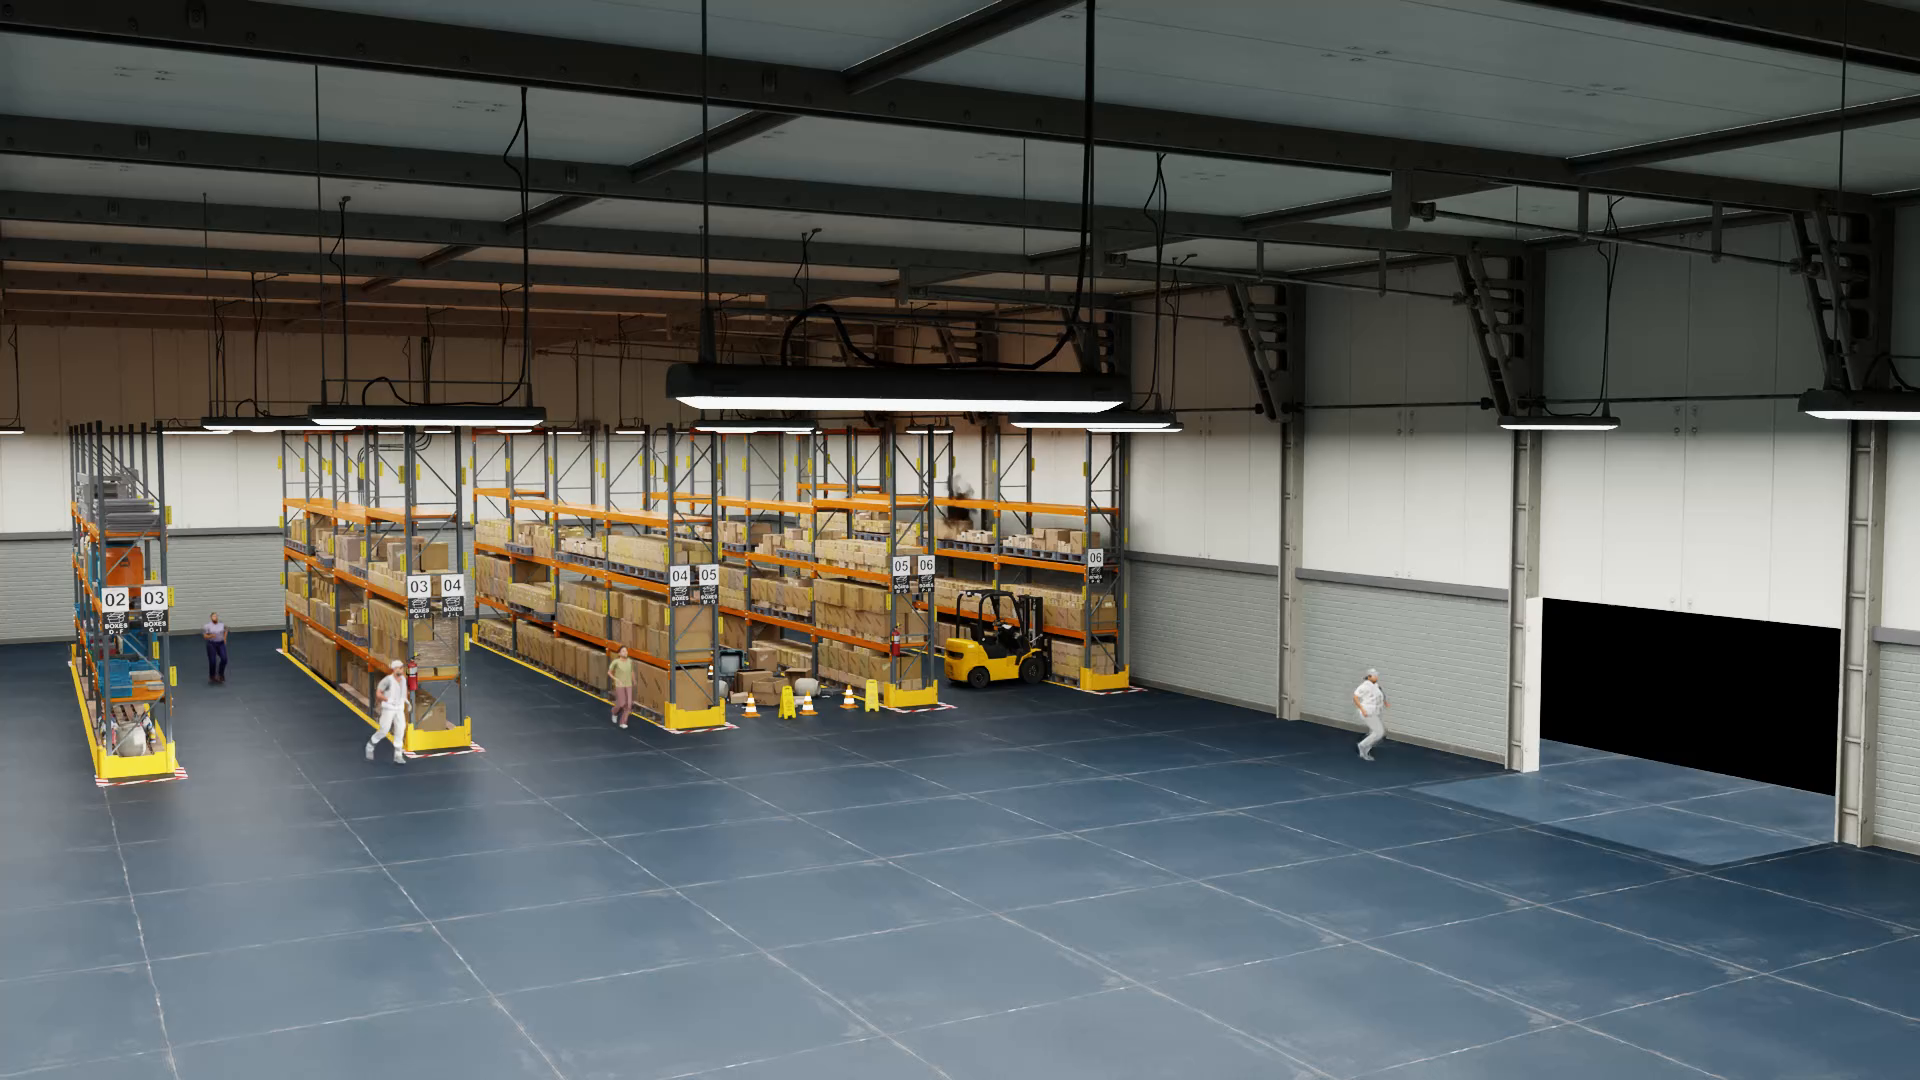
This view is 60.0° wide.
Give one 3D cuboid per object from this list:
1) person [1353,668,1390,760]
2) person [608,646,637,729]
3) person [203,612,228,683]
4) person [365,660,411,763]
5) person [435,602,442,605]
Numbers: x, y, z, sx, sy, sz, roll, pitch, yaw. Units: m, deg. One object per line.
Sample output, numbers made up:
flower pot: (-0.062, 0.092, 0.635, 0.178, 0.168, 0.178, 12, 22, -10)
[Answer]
person: (7.310, 3.086, 29.395, 0.583, 1.629, 0.592, 3, 4, 38)
person: (-6.651, 2.883, 32.761, 0.566, 1.624, 0.546, -3, 4, -38)
person: (-17.346, 2.519, 38.807, 0.585, 1.669, 0.644, -3, 4, -38)
person: (-9.979, 3.005, 29.349, 0.916, 1.772, 0.734, 2, 4, 32)
person: (-14.202, 2.065, 45.082, 0.718, 1.743, 0.631, -1, 4, -19)
